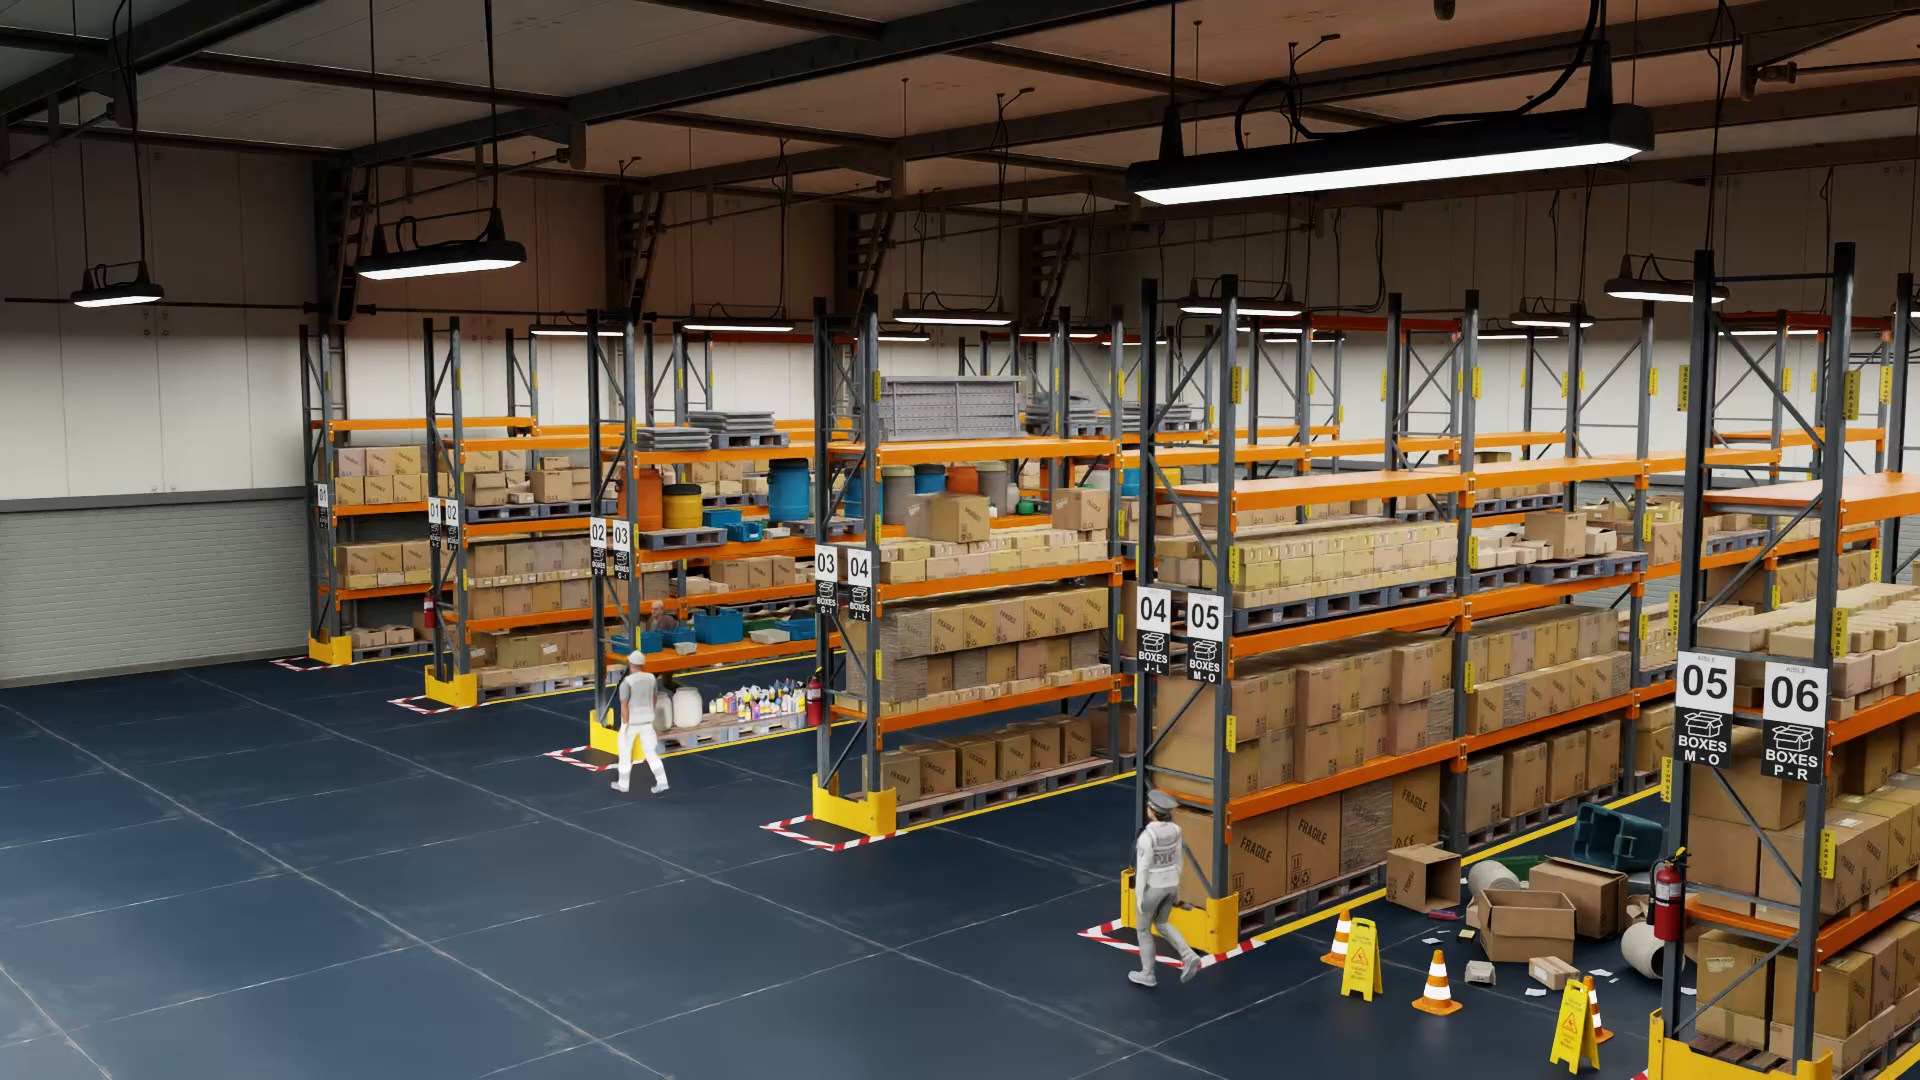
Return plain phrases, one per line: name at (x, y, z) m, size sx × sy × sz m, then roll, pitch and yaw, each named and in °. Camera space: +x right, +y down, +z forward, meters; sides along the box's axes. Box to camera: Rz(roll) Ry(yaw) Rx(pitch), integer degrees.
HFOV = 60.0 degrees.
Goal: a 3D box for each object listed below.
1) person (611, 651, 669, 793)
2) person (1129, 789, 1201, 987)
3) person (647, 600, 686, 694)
person at (-3.932, 2.234, 20.372) m, size 0.522 × 1.771 × 0.853 m, roll -4°, pitch 7°, yaw -37°
person at (1.685, 2.914, 13.873) m, size 0.492 × 1.672 × 0.628 m, roll -5°, pitch 8°, yaw -43°
person at (-4.476, 1.764, 25.132) m, size 0.667 × 1.760 × 0.713 m, roll 4°, pitch 7°, yaw 31°
